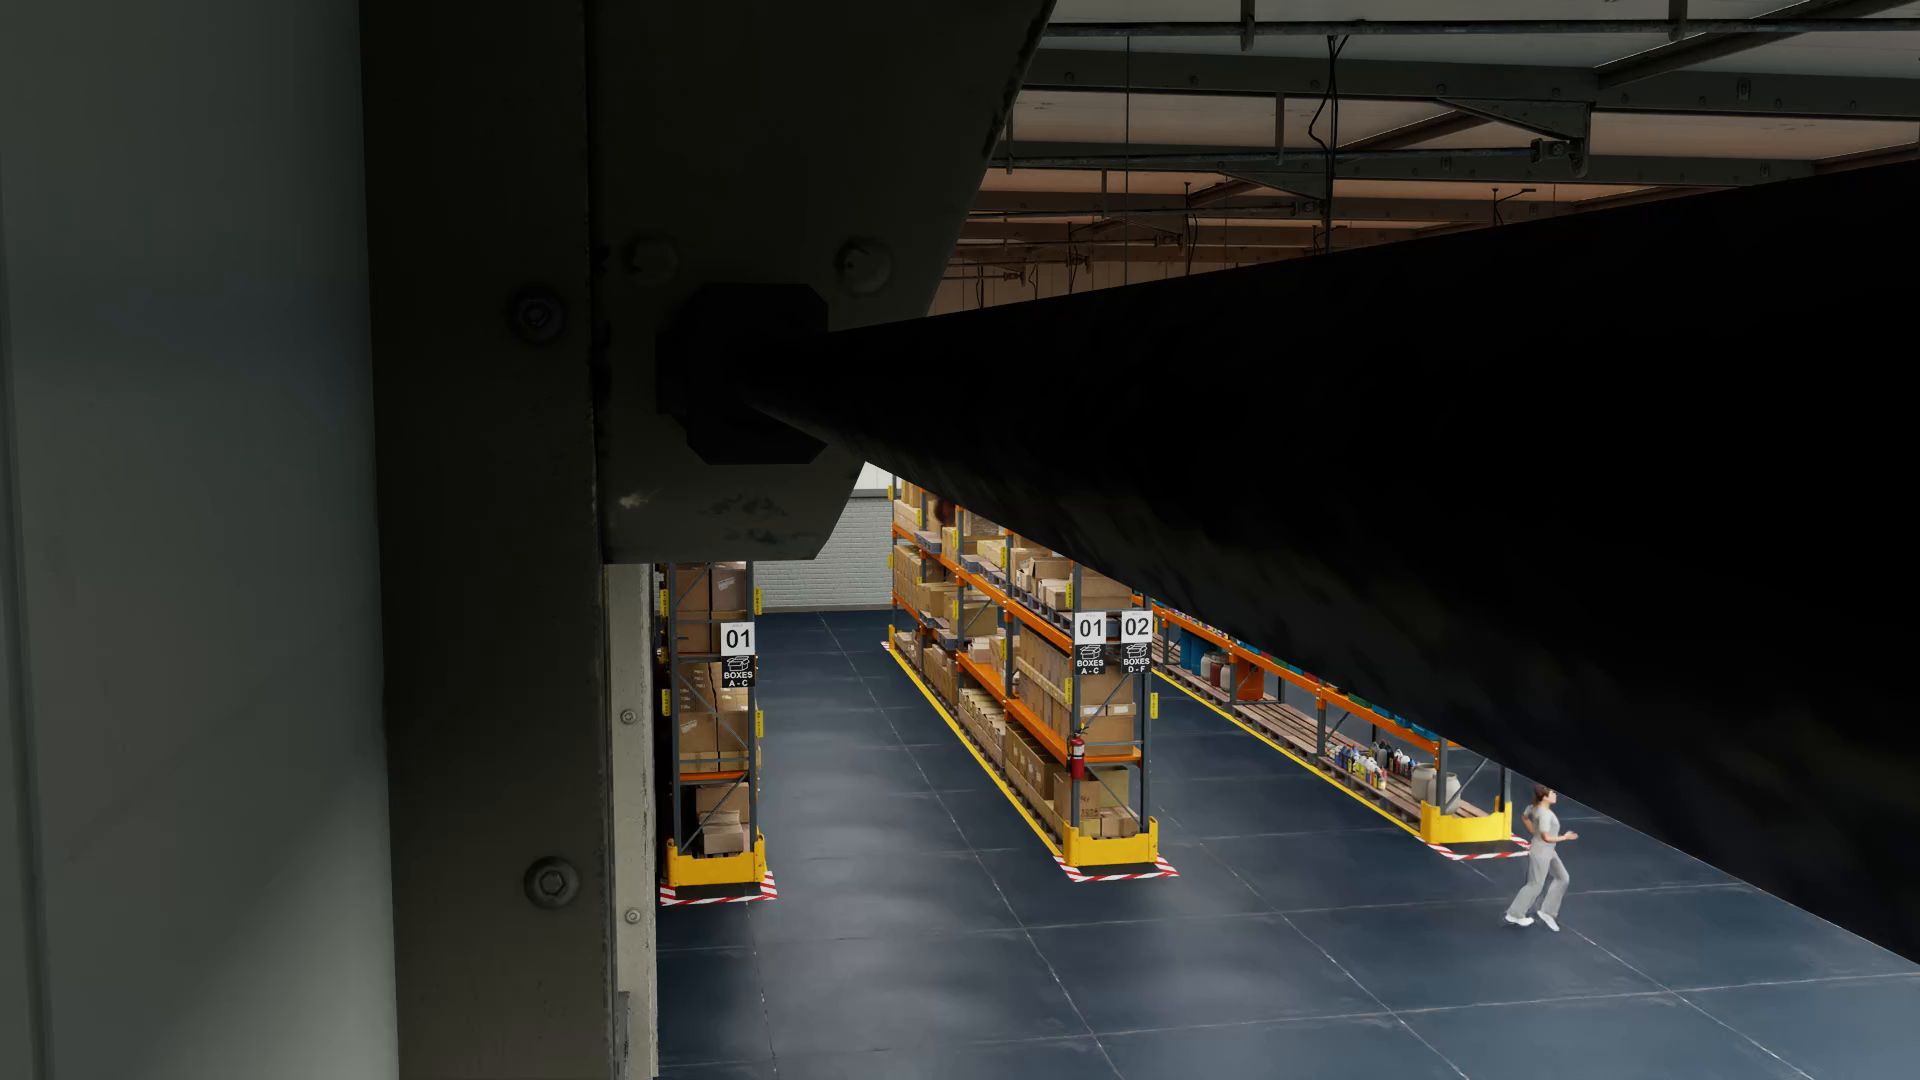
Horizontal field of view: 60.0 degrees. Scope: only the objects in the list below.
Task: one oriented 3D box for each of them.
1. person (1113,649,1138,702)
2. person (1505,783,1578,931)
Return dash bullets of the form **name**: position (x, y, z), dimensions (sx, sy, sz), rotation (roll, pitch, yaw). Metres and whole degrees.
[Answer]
- **person**: position (2.923, 2.068, 29.194), dimensions (0.685, 1.799, 0.693), rotation (-1, 6, -13)
- **person**: position (6.452, 3.521, 18.431), dimensions (0.731, 1.710, 0.542), rotation (2, 6, 18)
